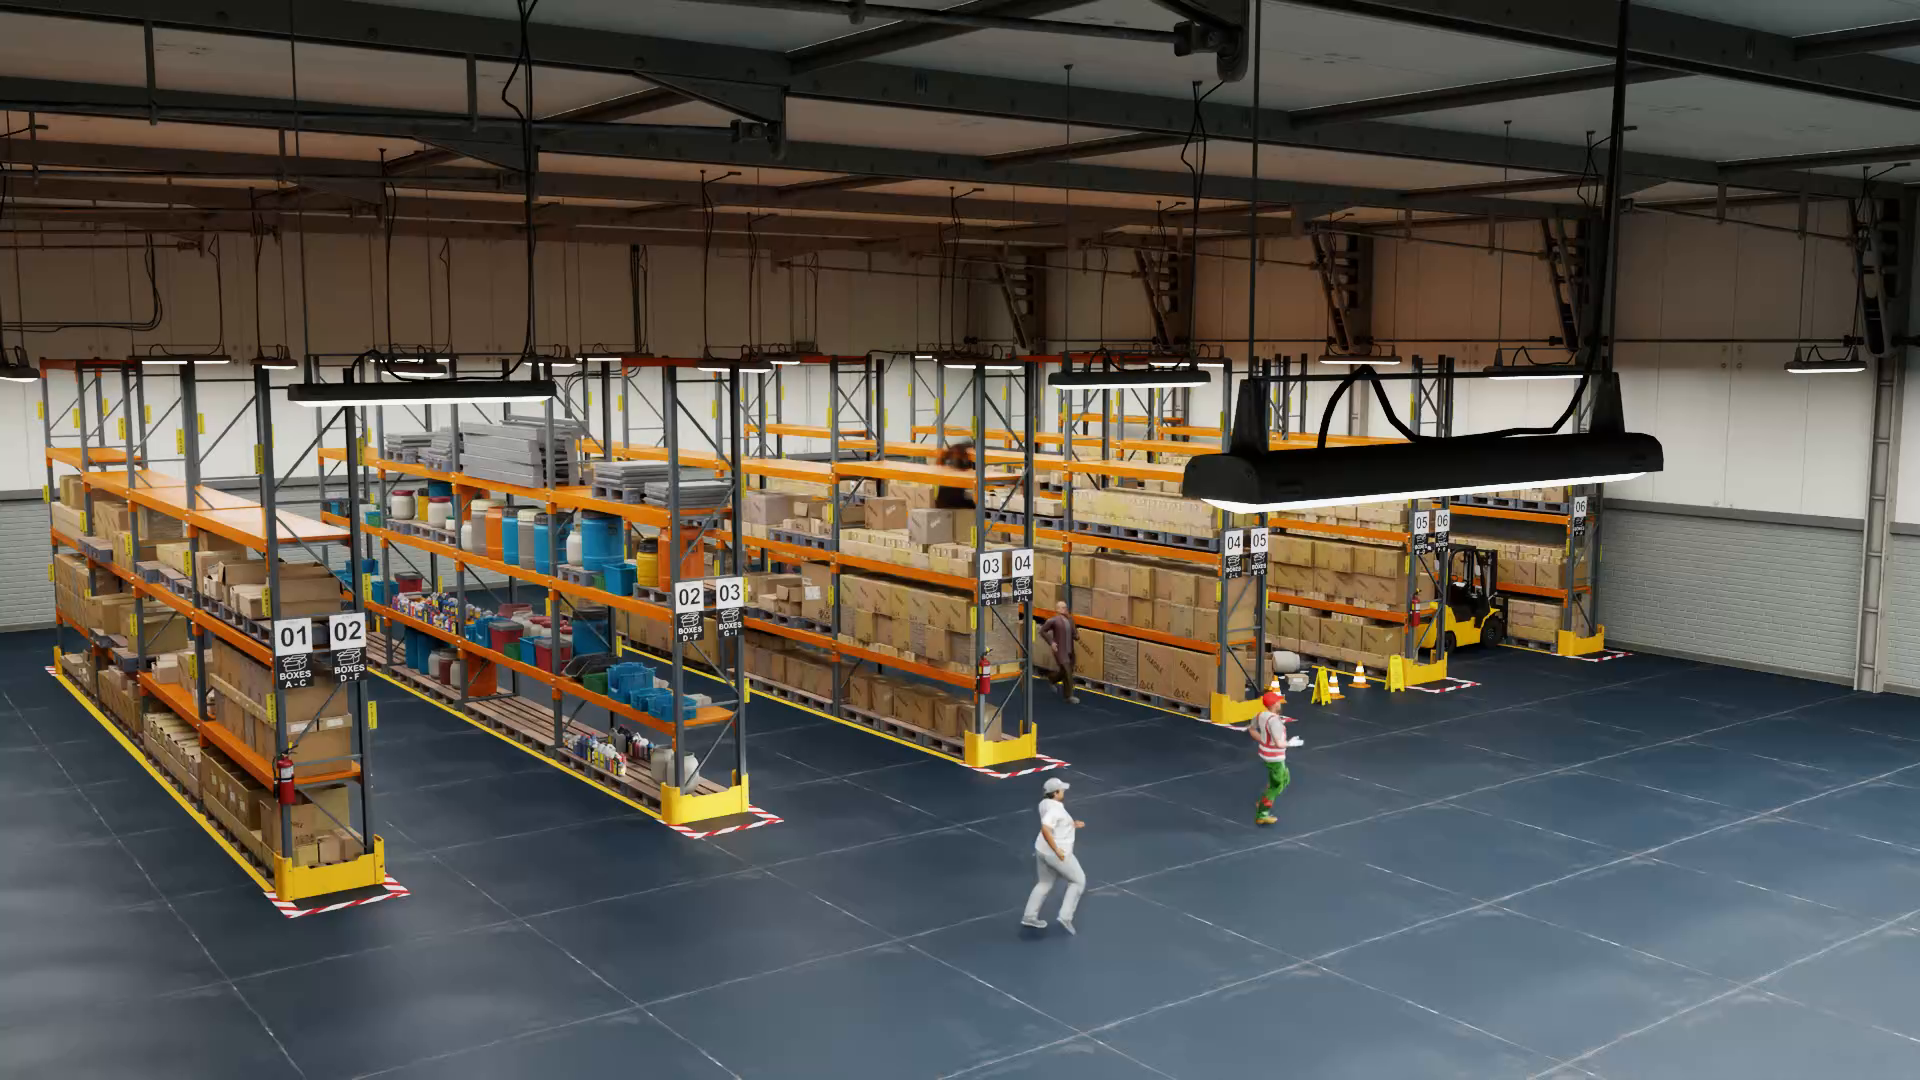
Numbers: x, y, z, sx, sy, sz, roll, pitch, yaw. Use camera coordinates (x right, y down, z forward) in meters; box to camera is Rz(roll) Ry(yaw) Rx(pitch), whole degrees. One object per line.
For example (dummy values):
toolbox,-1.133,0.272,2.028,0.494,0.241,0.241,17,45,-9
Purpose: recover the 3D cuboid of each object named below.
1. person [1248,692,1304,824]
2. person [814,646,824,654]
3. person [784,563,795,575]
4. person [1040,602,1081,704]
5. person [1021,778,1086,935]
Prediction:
person,4.149,2.840,21.768,0.604,1.750,0.640,-1,7,-8
person,-2.692,1.612,32.723,0.666,1.597,0.505,7,9,44
person,-4.404,0.411,42.562,0.538,1.637,0.565,-5,8,-33
person,1.790,1.951,29.216,0.719,1.752,0.980,-6,9,-40
person,1.023,3.394,17.785,0.706,1.706,0.574,-3,7,-24
